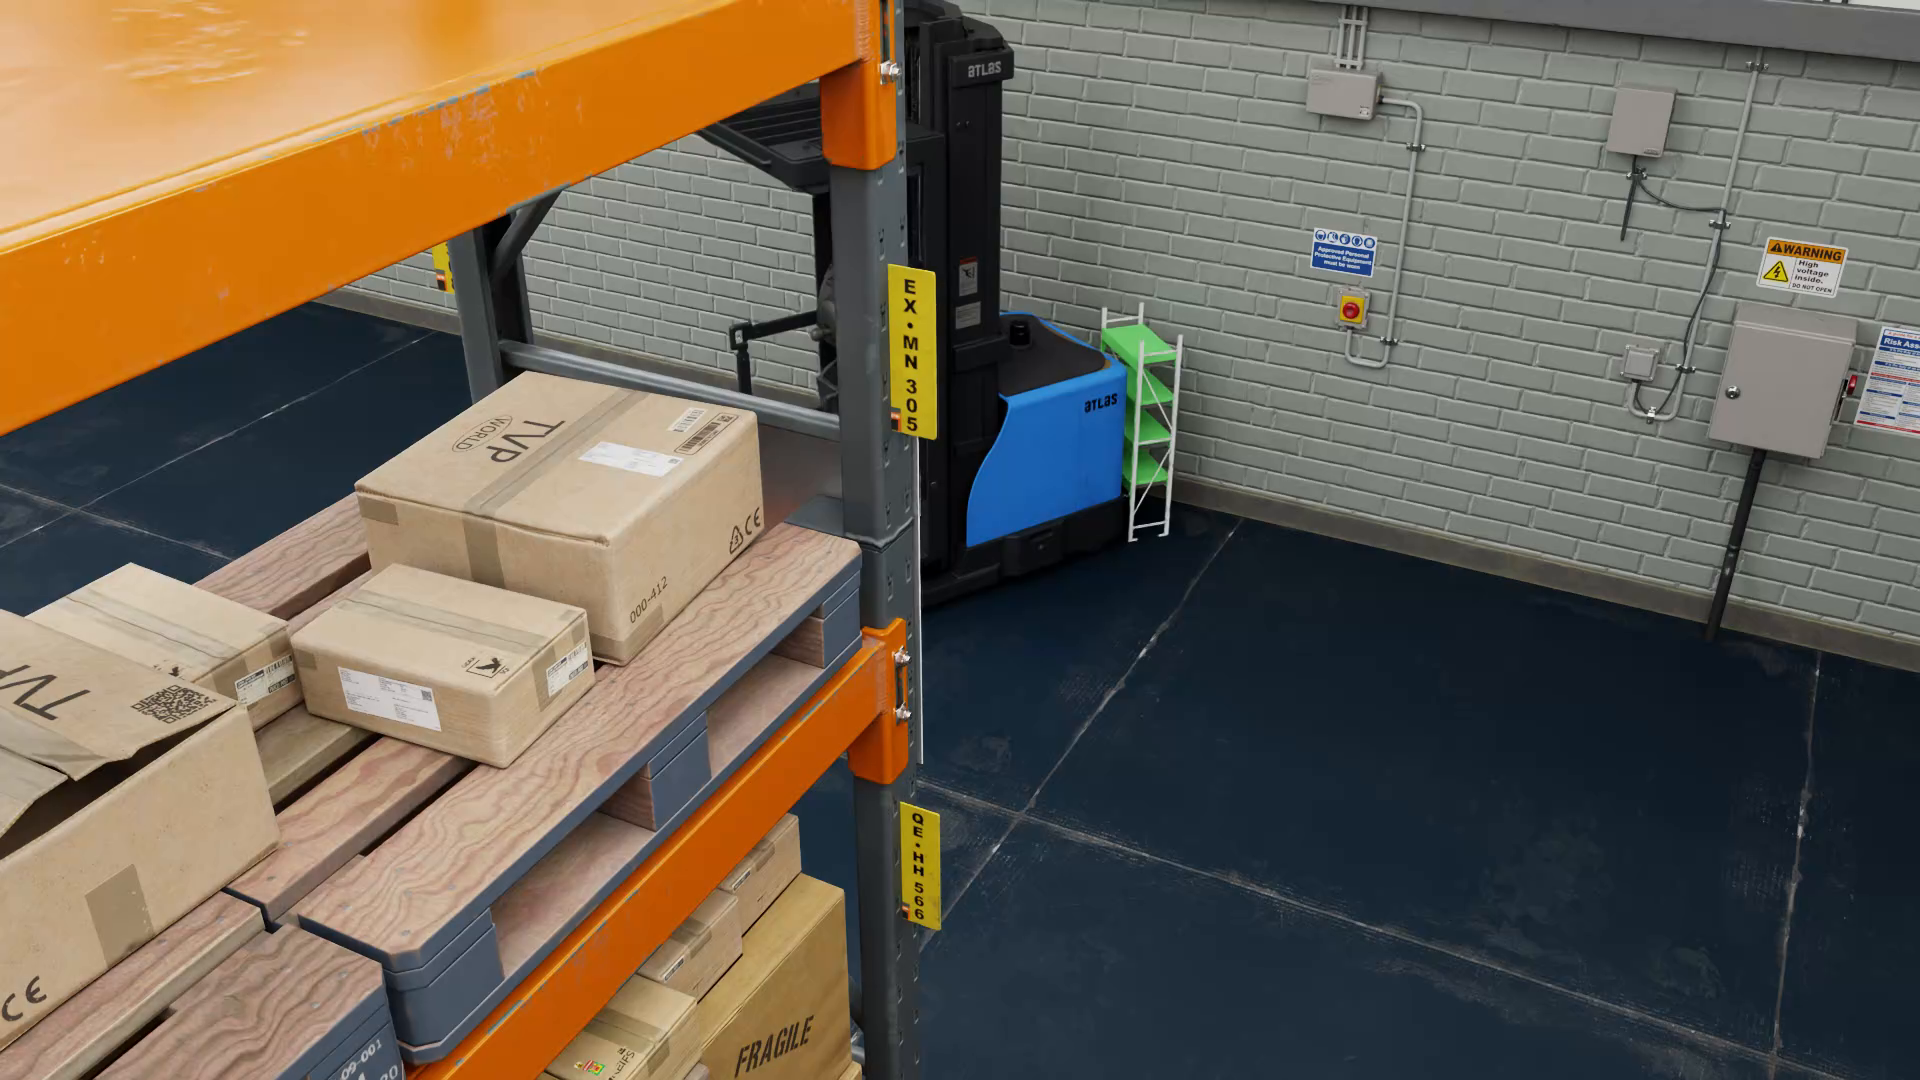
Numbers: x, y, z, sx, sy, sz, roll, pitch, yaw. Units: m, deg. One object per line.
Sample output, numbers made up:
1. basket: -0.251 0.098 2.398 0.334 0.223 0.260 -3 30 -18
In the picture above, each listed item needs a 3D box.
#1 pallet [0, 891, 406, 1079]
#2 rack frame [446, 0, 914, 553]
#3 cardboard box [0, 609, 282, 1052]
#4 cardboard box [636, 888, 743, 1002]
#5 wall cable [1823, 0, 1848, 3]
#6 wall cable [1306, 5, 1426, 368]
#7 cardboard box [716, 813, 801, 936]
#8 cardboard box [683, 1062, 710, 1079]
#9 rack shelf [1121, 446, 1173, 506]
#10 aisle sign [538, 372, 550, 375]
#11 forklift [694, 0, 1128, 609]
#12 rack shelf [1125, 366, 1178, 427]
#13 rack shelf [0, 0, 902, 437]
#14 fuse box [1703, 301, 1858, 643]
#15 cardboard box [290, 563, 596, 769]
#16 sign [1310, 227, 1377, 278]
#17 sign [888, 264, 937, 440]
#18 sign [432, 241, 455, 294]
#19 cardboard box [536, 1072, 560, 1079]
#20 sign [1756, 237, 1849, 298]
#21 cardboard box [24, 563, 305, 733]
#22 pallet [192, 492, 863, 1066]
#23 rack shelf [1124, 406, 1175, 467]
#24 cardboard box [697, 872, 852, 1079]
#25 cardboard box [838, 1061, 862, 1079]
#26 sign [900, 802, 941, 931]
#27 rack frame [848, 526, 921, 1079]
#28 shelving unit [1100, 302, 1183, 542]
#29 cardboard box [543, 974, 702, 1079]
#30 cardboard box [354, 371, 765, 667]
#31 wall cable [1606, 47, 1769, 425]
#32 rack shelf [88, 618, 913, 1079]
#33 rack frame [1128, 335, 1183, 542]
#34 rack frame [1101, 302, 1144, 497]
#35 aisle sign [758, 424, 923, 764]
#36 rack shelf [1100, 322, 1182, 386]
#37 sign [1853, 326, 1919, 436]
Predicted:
1. pallet: -1.448 0.796 1.928 1.003 0.211 1.213 14 33 23
2. rack frame: -0.565 -1.417 2.681 1.000 3.000 0.127 14 33 23
3. cardboard box: -1.291 0.349 2.185 0.500 0.311 0.500 15 33 24
4. cardboard box: -0.644 0.749 3.178 0.380 0.149 0.250 15 33 24
5. wall cable: 4.907 -3.198 5.746 2.988 3.039 0.133 14 33 23
6. wall cable: 1.983 -1.775 8.277 0.585 1.953 0.123 14 33 23
7. cardboard box: -0.550 0.631 3.384 0.380 0.149 0.250 15 33 24
8. cardboard box: -0.785 1.214 3.020 0.500 0.500 0.500 14 33 23
9. rack shelf: 0.969 -0.383 9.322 0.258 0.148 0.480 -10 31 -17
10. aisle sign: -0.790 -0.041 3.698 0.394 0.787 0.004 14 33 23
11. forklift: -0.620 -1.051 8.136 3.031 2.935 1.130 -18 34 -28
12. rack shelf: 0.970 -0.800 9.083 0.258 0.148 0.480 -10 31 -17
13. rack shelf: -1.476 -0.045 1.416 1.077 0.370 4.000 14 33 23
14. fuse box: 3.787 -0.221 7.916 0.539 1.711 0.414 14 33 23
15. cardboard box: -0.810 0.191 2.623 0.380 0.149 0.250 12 32 19
16. sign: 1.968 -1.476 8.536 0.327 0.218 0.001 14 33 23
17. sign: -0.088 -0.337 3.002 0.100 0.325 0.005 14 33 23
18. sign: -1.056 -0.658 3.415 0.100 0.325 0.005 14 33 23
19. cardboard box: -0.838 0.985 2.768 0.380 0.149 0.250 15 33 24
20. sign: 3.832 -1.242 7.571 0.339 0.242 0.001 14 33 23
21. cardboard box: -1.265 0.197 2.612 0.380 0.149 0.250 16 33 25
22. pallet: -0.894 0.253 2.874 1.003 0.211 1.213 14 33 23
23. rack shelf: 0.970 -0.591 9.203 0.258 0.148 0.480 -10 31 -17
24. cardboard box: -0.573 0.975 3.435 0.500 0.500 0.500 15 33 25
25. cardboard box: -0.549 1.415 3.673 0.500 0.500 0.500 14 33 24
26. sign: -0.088 0.709 3.603 0.100 0.325 0.005 14 33 23
27. rack frame: -0.565 1.184 4.175 1.000 3.000 0.127 14 33 23
28. shelving unit: 0.970 -0.647 9.171 0.258 1.200 0.503 -10 31 -17
29. cardboard box: -0.687 0.882 2.946 0.380 0.149 0.250 14 33 23
30. cardboard box: -0.690 -0.057 2.953 0.500 0.250 0.500 11 32 19
31. wall cable: 3.251 -1.445 7.733 0.588 1.984 0.122 14 33 23
32. rack shelf: -1.476 1.082 2.063 1.077 0.370 4.000 14 33 23
33. rack frame: 1.050 -0.532 8.971 0.240 1.200 0.015 -10 31 -17
34. rack frame: 0.890 -0.762 9.371 0.240 1.200 0.015 -10 31 -17
35. aisle sign: -0.256 0.096 3.461 0.394 0.787 0.004 14 33 23
36. rack shelf: 0.971 -1.008 8.964 0.258 0.148 0.480 -10 31 -17
37. sign: 4.321 -0.718 7.583 0.329 0.494 0.001 14 33 23
